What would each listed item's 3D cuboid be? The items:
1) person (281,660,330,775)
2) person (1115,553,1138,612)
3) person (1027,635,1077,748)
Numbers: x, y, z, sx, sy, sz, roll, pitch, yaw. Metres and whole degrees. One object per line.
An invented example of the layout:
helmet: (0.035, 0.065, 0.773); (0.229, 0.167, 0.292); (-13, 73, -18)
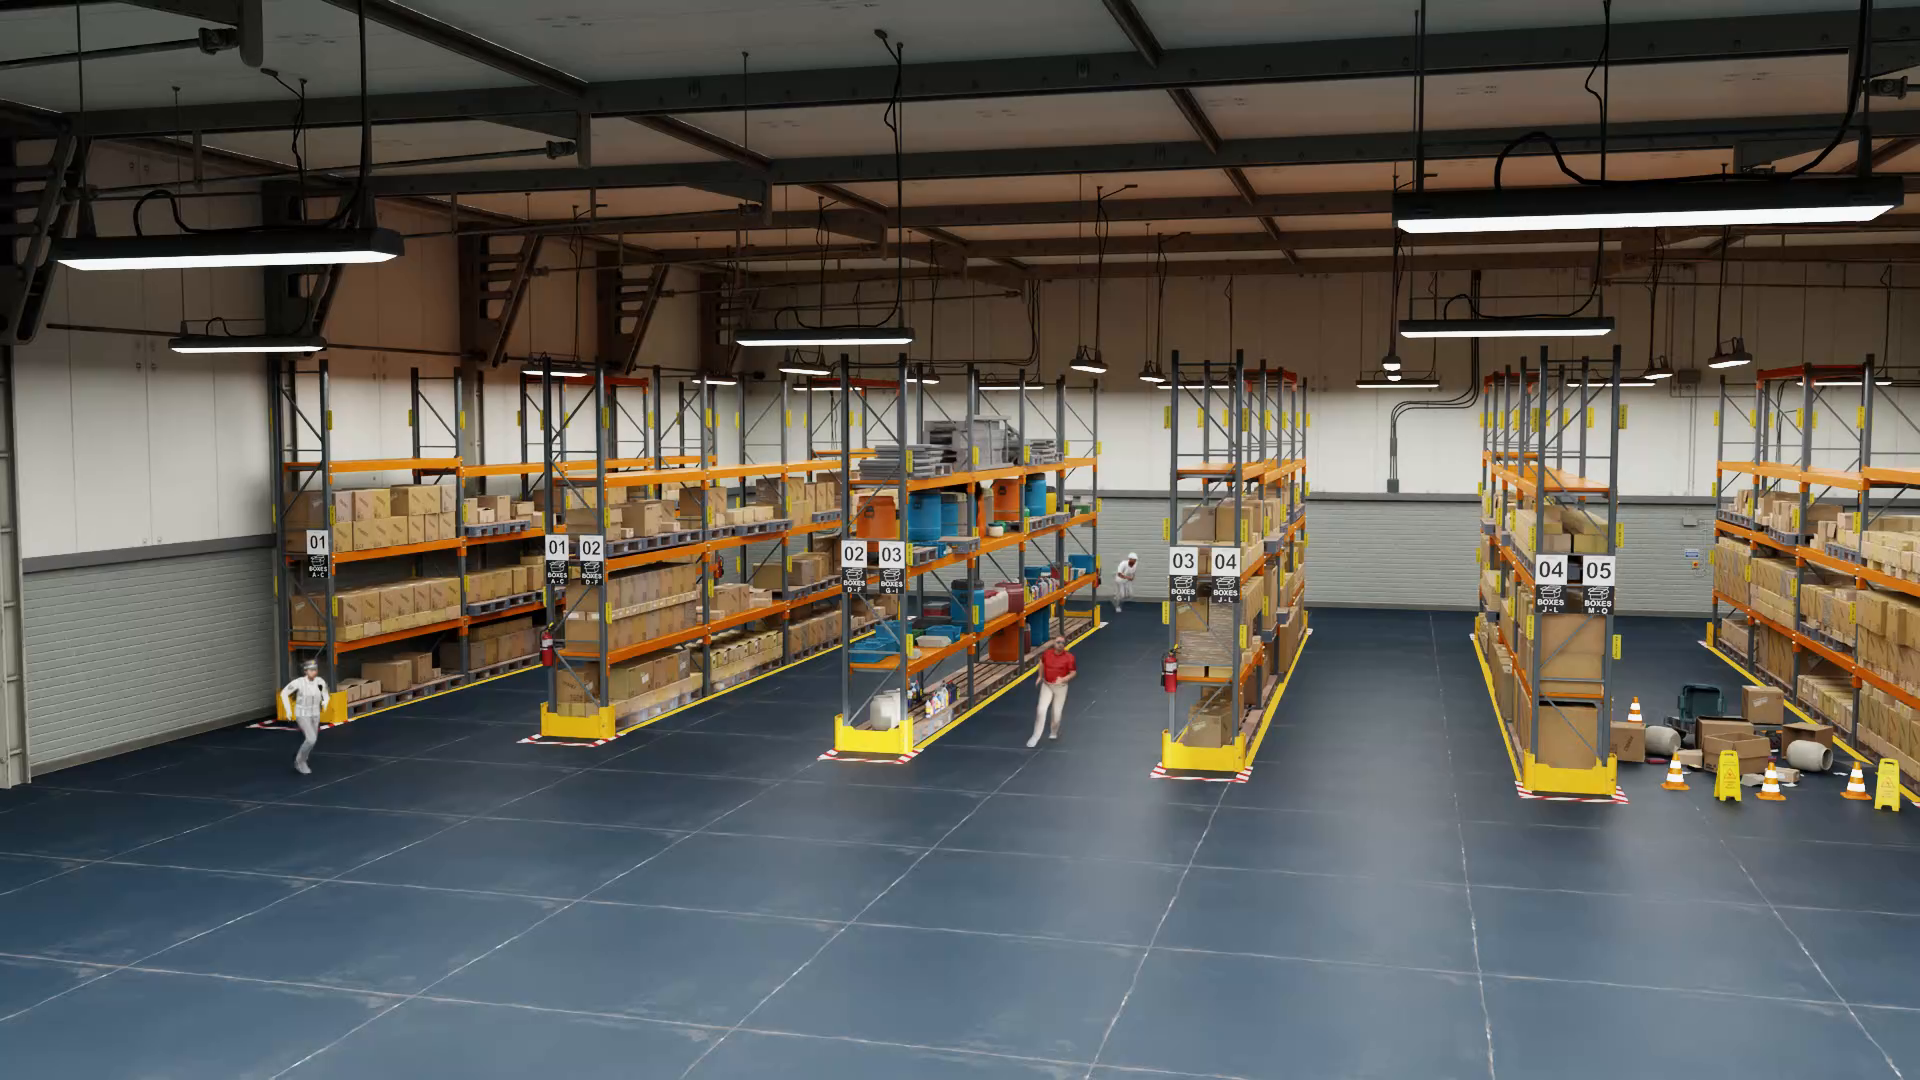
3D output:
person: (-9.199, 2.499, 23.470); (0.730, 1.659, 0.604); (3, 5, 40)
person: (4.365, 1.100, 43.367); (0.738, 1.575, 0.827); (-3, 5, -39)
person: (1.439, 2.304, 25.599); (0.732, 1.712, 0.845); (1, 4, 12)
